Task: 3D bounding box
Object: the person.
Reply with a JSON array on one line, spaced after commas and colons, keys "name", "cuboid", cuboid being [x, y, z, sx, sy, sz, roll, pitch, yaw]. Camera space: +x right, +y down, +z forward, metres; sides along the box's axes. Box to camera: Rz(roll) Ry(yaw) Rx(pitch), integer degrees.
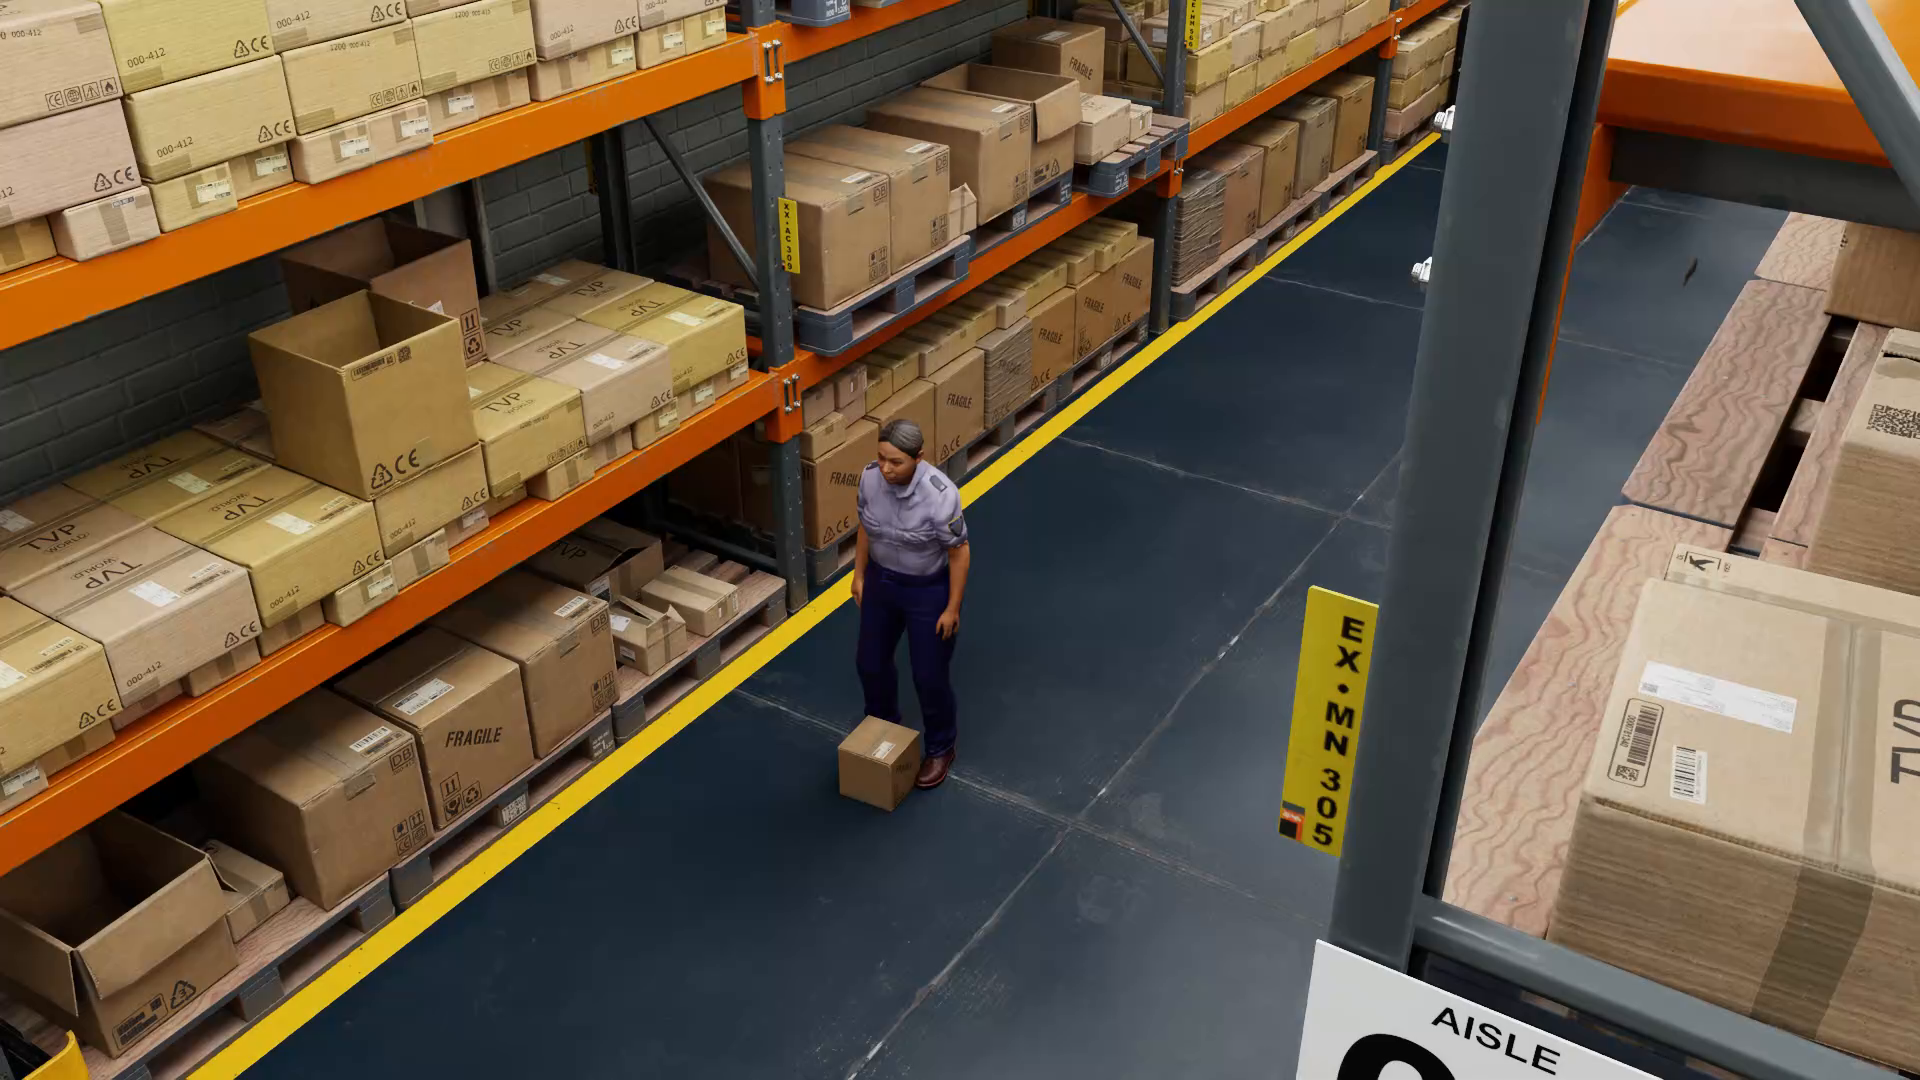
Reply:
[{"name": "person", "cuboid": [-0.214, 0.222, 6.765, 0.537, 1.651, 0.372, 17, 35, 27]}]
